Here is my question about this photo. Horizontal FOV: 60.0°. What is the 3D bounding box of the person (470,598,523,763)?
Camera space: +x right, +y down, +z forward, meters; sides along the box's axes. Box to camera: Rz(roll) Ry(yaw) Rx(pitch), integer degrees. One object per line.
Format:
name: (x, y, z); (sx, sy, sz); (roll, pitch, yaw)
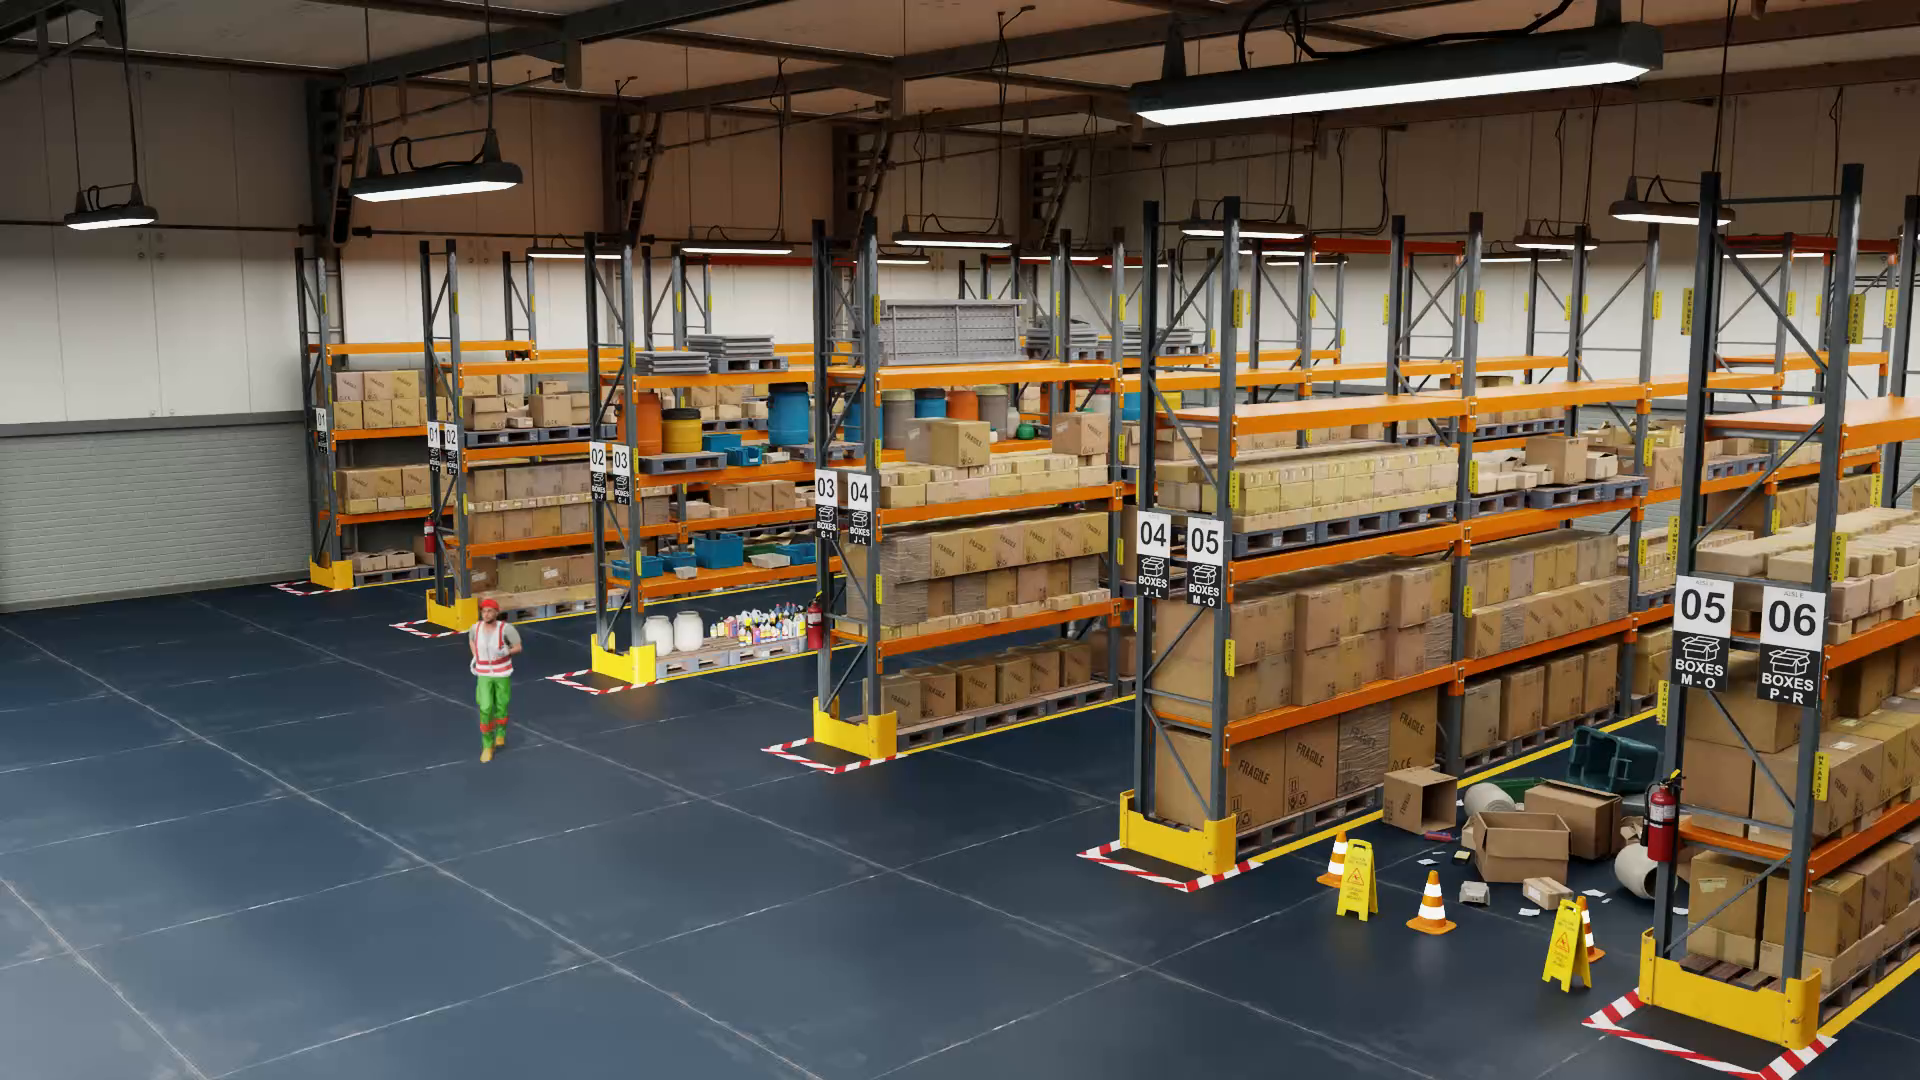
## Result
person: (-5.230, 1.561, 18.741); (0.616, 1.852, 0.783); (-1, 8, -7)

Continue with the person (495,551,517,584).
person: (-7.702, 0.225, 28.419); (0.613, 1.580, 0.669); (8, 11, 42)

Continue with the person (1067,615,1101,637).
person: (1.750, 0.559, 23.941); (0.573, 1.643, 0.713); (8, 12, 43)
